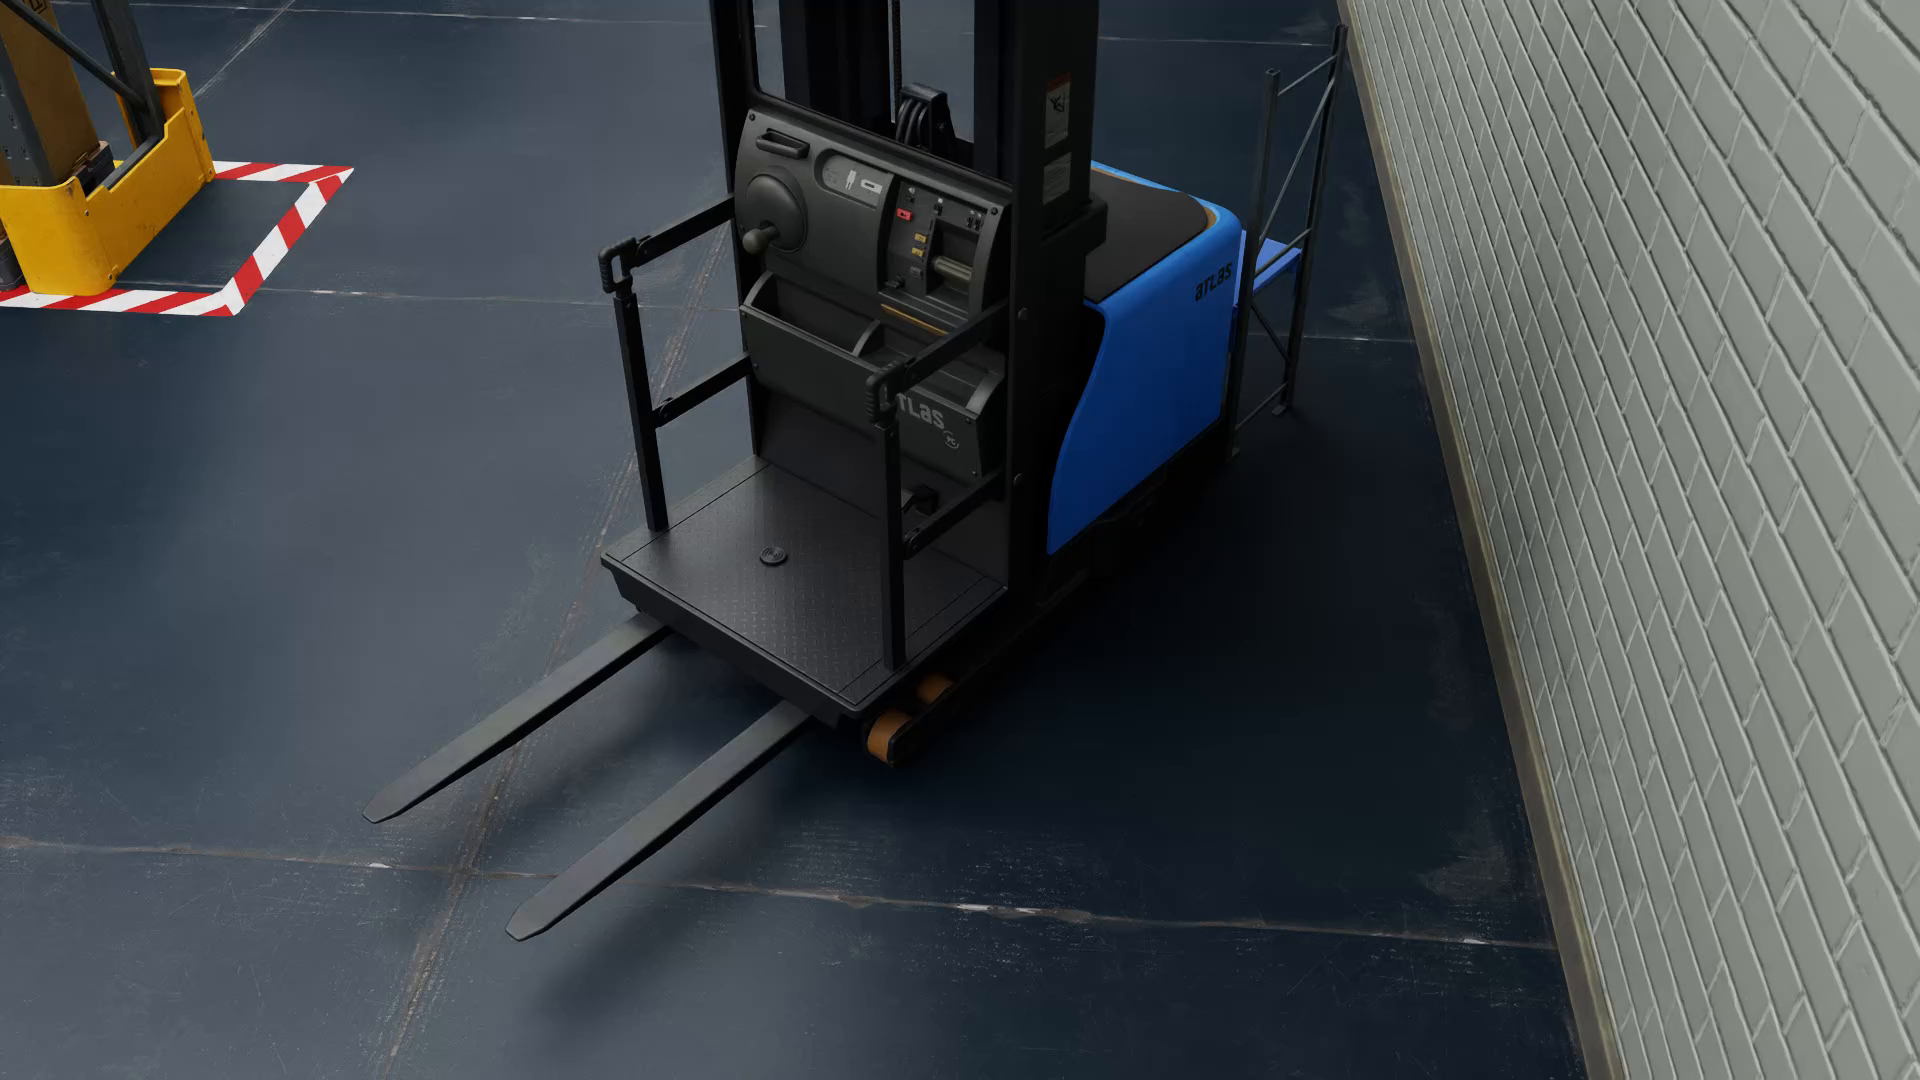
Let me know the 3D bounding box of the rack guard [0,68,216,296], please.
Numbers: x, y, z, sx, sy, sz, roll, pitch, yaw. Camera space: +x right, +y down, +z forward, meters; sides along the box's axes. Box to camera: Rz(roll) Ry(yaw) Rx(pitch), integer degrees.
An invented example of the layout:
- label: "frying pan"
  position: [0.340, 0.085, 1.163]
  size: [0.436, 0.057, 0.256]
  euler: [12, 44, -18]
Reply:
- label: "rack guard"
  position: [-3.737, -1.595, 7.313]
  size: [0.348, 0.500, 1.175]
  euler: [3, 39, 4]

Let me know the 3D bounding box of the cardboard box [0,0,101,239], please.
- label: "cardboard box"
  position: [-4.406, -1.889, 7.045]
  size: [0.875, 0.875, 0.875]
  euler: [3, 39, 4]

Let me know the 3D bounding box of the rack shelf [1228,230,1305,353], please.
- label: "rack shelf"
  position: [0.708, -1.042, 6.127]
  size: [1.000, 0.185, 0.538]
  euler: [26, 46, 28]

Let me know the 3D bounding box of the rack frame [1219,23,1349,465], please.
- label: "rack frame"
  position: [1.111, -0.987, 5.774]
  size: [0.032, 1.500, 0.500]
  euler: [26, 46, 28]

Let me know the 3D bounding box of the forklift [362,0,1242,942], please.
- label: "forklift"
  position: [-0.400, -0.830, 4.448]
  size: [1.130, 2.935, 3.031]
  euler: [27, 47, 30]

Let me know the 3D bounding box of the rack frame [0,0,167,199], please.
- label: "rack frame"
  position: [-3.761, -2.566, 6.526]
  size: [0.127, 3.000, 1.000]
  euler: [3, 39, 4]

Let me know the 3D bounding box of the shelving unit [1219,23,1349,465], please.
- label: "shelving unit"
  position: [0.708, -1.182, 6.014]
  size: [1.048, 1.500, 0.538]
  euler: [26, 46, 28]

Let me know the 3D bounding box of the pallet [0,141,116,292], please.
- label: "pallet"
  position: [-4.565, -1.478, 7.399]
  size: [1.213, 0.211, 1.003]
  euler: [3, 39, 4]
